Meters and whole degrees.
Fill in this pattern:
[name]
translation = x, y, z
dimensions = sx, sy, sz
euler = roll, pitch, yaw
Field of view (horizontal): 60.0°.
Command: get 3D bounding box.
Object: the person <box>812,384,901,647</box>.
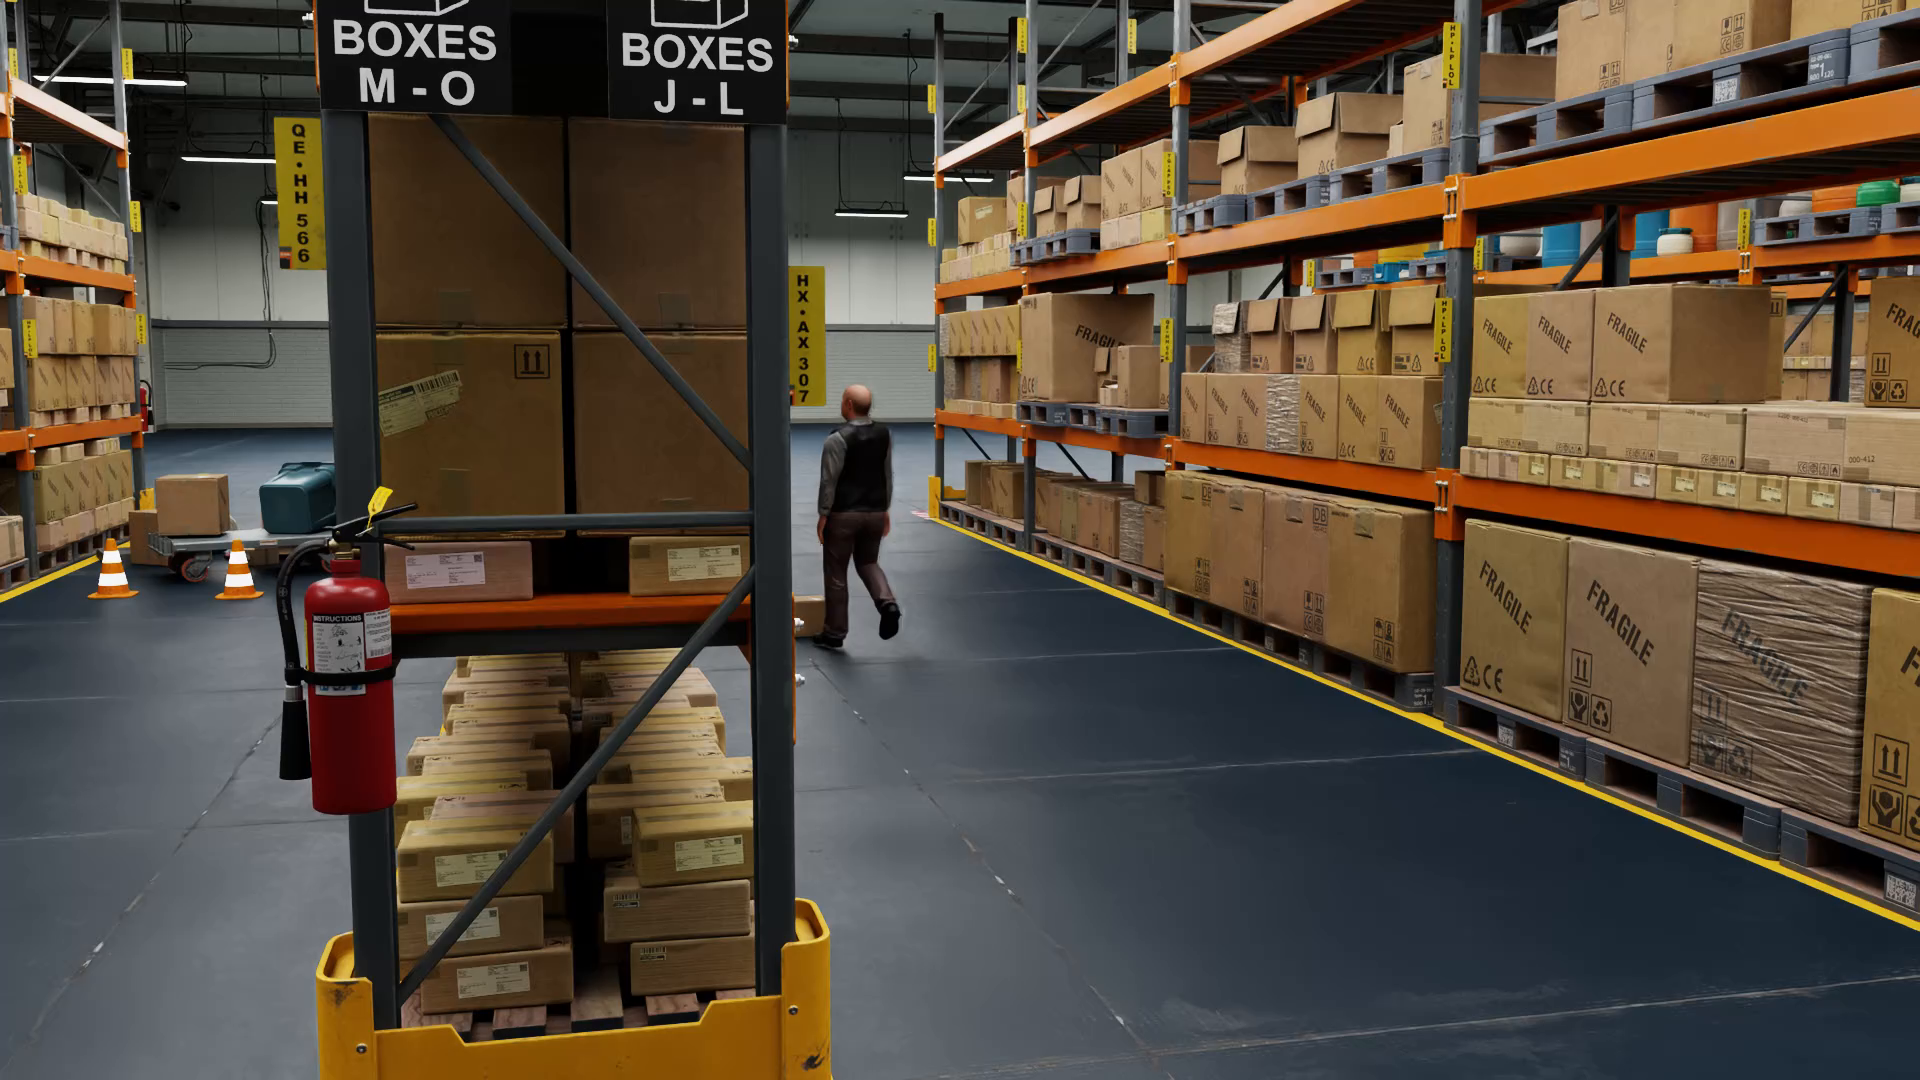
[person]
translation = -0.707, -0.112, 10.816
dimensions = 0.570, 1.629, 0.651
euler = -5, 8, -37
